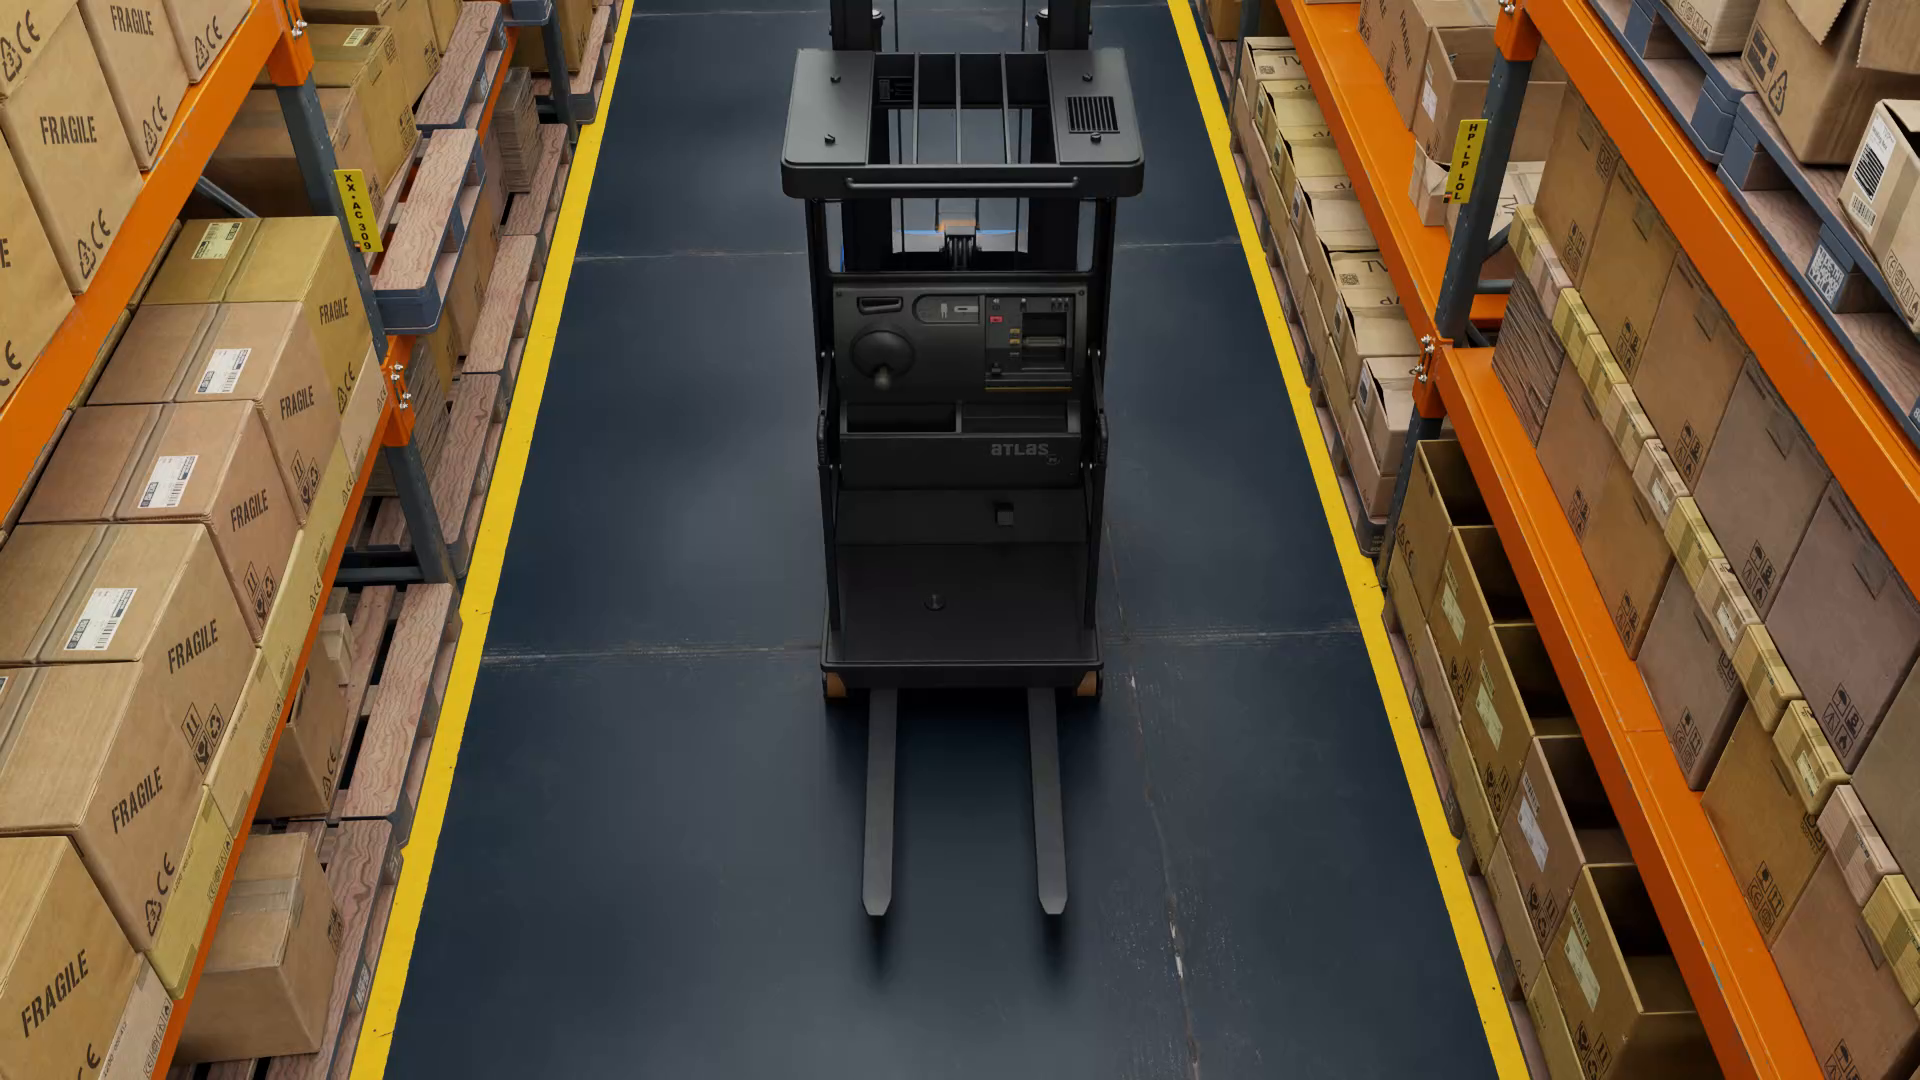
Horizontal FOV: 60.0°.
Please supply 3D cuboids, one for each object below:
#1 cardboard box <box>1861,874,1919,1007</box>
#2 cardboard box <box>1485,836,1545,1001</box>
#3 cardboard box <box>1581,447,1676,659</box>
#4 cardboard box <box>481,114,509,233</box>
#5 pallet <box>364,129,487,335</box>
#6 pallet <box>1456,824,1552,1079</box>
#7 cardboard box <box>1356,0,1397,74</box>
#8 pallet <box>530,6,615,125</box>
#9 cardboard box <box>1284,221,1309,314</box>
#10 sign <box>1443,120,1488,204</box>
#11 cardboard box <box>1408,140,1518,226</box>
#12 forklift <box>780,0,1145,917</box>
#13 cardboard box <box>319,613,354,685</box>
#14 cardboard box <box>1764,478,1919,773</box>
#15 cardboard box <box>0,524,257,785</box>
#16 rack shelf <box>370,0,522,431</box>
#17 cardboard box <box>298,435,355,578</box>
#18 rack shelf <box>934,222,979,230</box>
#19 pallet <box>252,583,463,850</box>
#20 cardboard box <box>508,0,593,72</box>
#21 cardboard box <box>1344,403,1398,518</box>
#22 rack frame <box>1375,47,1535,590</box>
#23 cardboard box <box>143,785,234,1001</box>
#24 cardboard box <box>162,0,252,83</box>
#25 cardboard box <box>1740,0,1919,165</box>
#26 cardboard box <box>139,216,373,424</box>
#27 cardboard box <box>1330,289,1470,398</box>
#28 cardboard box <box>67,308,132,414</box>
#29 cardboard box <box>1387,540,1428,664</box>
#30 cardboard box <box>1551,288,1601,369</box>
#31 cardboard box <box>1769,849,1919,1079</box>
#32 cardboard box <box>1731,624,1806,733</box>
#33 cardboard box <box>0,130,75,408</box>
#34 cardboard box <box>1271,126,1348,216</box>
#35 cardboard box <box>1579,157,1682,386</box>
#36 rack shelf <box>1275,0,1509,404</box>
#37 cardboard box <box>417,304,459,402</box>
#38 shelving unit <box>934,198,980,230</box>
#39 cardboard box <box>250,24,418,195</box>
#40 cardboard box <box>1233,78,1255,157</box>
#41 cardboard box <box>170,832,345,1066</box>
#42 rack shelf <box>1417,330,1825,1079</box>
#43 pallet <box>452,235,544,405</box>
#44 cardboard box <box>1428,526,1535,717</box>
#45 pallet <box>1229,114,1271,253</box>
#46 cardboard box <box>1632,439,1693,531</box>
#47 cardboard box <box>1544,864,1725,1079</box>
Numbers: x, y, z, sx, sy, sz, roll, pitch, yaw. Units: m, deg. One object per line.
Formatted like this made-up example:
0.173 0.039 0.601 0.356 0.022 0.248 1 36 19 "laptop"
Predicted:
2.253 0.875 3.671 0.380 0.149 0.250 -2 43 -2 "cardboard box"
2.089 1.246 5.545 0.500 0.250 0.500 -2 43 -2 "cardboard box"
2.385 0.010 5.095 0.700 0.500 0.500 -1 43 -1 "cardboard box"
-2.817 -1.908 8.786 0.700 0.500 0.500 -2 43 -2 "cardboard box"
-2.523 -1.252 6.688 1.003 0.211 1.213 -2 43 -2 "pallet"
2.360 1.444 5.668 1.003 0.211 1.213 -2 43 -2 "pallet"
2.231 -2.552 7.890 0.500 0.500 0.500 -4 43 -4 "cardboard box"
-2.764 -3.010 10.527 1.003 0.211 1.213 -2 43 -2 "pallet"
1.944 -1.391 8.421 0.500 0.250 0.500 -1 43 -1 "cardboard box"
1.771 -1.323 5.825 0.100 0.325 0.005 -2 43 -2 "sign"
2.092 -1.486 6.901 0.396 0.266 0.258 -3 43 -3 "cardboard box"
0.005 -0.660 5.951 1.130 2.935 3.031 0 43 0 "forklift"
-2.583 0.440 6.471 0.380 0.166 0.250 -7 43 -7 "cardboard box"
2.424 0.191 3.937 0.700 0.500 0.500 -1 43 -2 "cardboard box"
-2.247 0.307 4.386 0.500 0.500 0.500 0 43 0 "cardboard box"
-2.721 -1.888 7.772 1.077 0.370 4.000 -2 43 -2 "rack shelf"
-2.300 -0.107 5.393 0.500 0.250 0.500 -1 43 -2 "cardboard box"
-0.013 -1.279 7.614 0.215 0.259 0.240 0 43 0 "rack shelf"
-2.572 0.678 6.504 1.003 0.211 1.213 -2 43 -2 "pallet"
-2.706 -3.366 10.132 0.750 0.750 0.750 -2 43 -2 "cardboard box"
2.006 -0.360 7.297 0.500 0.250 0.500 -2 43 -2 "cardboard box"
2.313 -0.947 6.213 1.000 3.000 0.127 -2 43 -2 "rack frame"
-2.222 0.913 4.280 0.500 0.250 0.500 -2 43 -2 "cardboard box"
-2.367 -1.617 4.635 0.500 0.500 0.500 -1 43 -1 "cardboard box"
2.257 -1.182 3.759 0.797 0.503 0.637 3 43 3 "cardboard box"
-2.307 -0.721 5.508 0.500 0.500 0.500 -2 43 -2 "cardboard box"
1.981 -0.912 7.483 0.500 0.311 0.500 -1 43 -1 "cardboard box"
-2.806 -0.359 5.112 0.500 0.500 0.500 -2 43 -2 "cardboard box"
2.030 0.233 6.650 0.500 0.250 0.500 -2 43 -2 "cardboard box"
2.155 -0.693 5.382 0.380 0.149 0.250 -3 43 -3 "cardboard box"
2.449 1.046 3.964 0.700 0.500 0.500 -1 43 -1 "cardboard box"
2.220 0.350 4.243 0.380 0.149 0.250 -1 43 -1 "cardboard box"
-2.288 -0.560 3.482 0.500 0.500 0.500 1 43 1 "cardboard box"
1.922 -1.935 8.600 0.500 0.311 0.500 -3 43 -3 "cardboard box"
2.361 -0.822 5.043 0.700 0.500 0.500 -2 43 -2 "cardboard box"
2.228 -2.032 7.930 1.077 0.370 4.000 -2 43 -2 "rack shelf"
-2.756 -0.887 7.672 0.700 0.500 0.500 -2 43 -3 "cardboard box"
-0.013 -1.078 7.799 0.215 1.050 0.252 0 43 0 "shelving unit"
-2.640 -1.724 6.661 0.700 0.500 0.500 2 43 3 "cardboard box"
1.872 -2.427 9.552 0.500 0.250 0.500 -2 43 -2 "cardboard box"
-2.411 1.306 5.280 0.700 0.500 0.500 -4 43 -4 "cardboard box"
2.398 0.668 4.983 1.077 0.370 4.000 -2 43 -2 "rack shelf"
-2.725 -1.126 8.472 1.003 0.211 1.213 -2 43 -2 "pallet"
2.049 0.294 6.028 0.500 0.500 0.500 -2 43 -2 "cardboard box"
2.139 -2.063 9.494 1.003 0.211 1.213 -2 43 -2 "pallet"
2.190 -0.167 4.807 0.380 0.149 0.250 -3 43 -3 "cardboard box"
2.106 1.307 4.923 0.500 0.500 0.500 -2 43 -2 "cardboard box"
